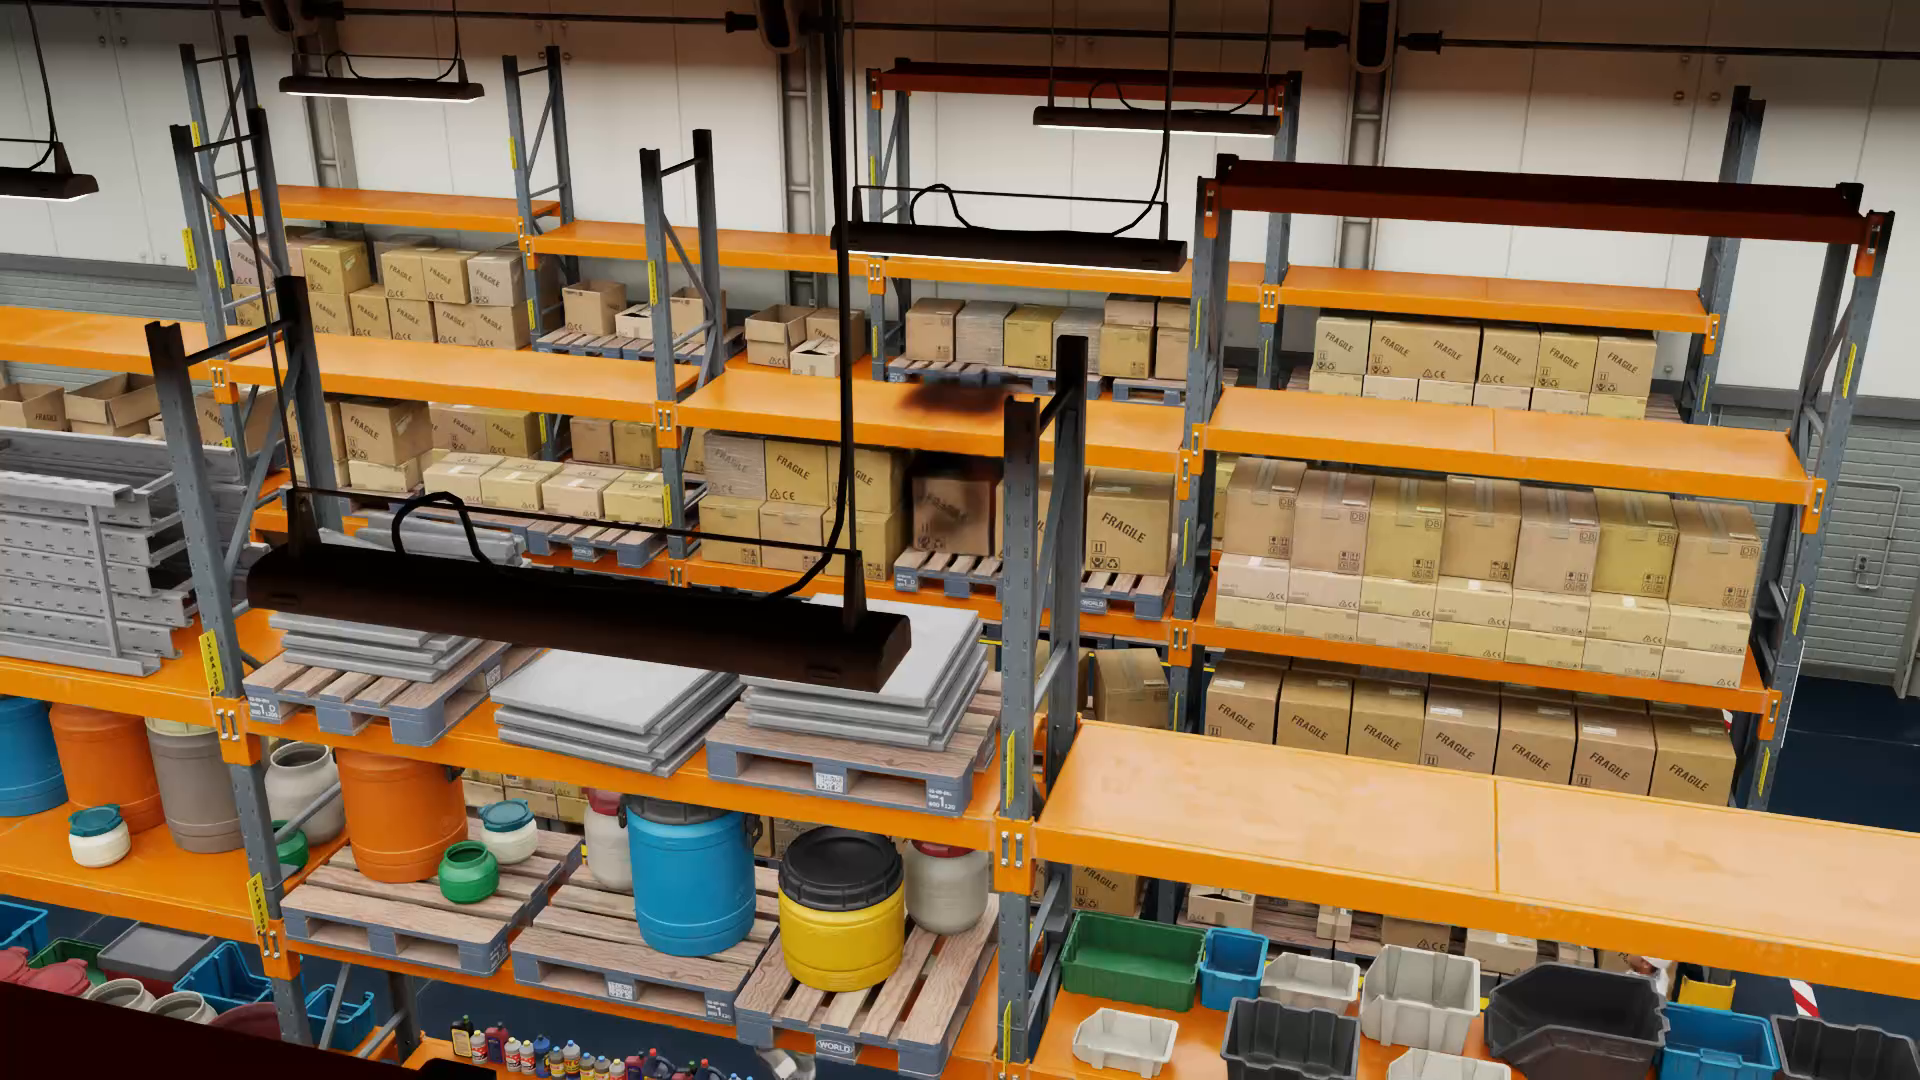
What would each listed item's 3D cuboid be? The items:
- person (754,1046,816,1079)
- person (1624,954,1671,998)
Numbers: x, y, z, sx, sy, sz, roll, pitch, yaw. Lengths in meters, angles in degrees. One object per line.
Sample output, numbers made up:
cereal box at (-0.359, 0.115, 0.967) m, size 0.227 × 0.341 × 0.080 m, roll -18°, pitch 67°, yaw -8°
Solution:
person at (-1.072, 3.043, 10.857) m, size 0.573 × 1.786 × 0.577 m, roll -15°, pitch 27°, yaw -32°
person at (4.287, 3.250, 10.708) m, size 1.066 × 1.718 × 0.561 m, roll 5°, pitch 23°, yaw 12°
